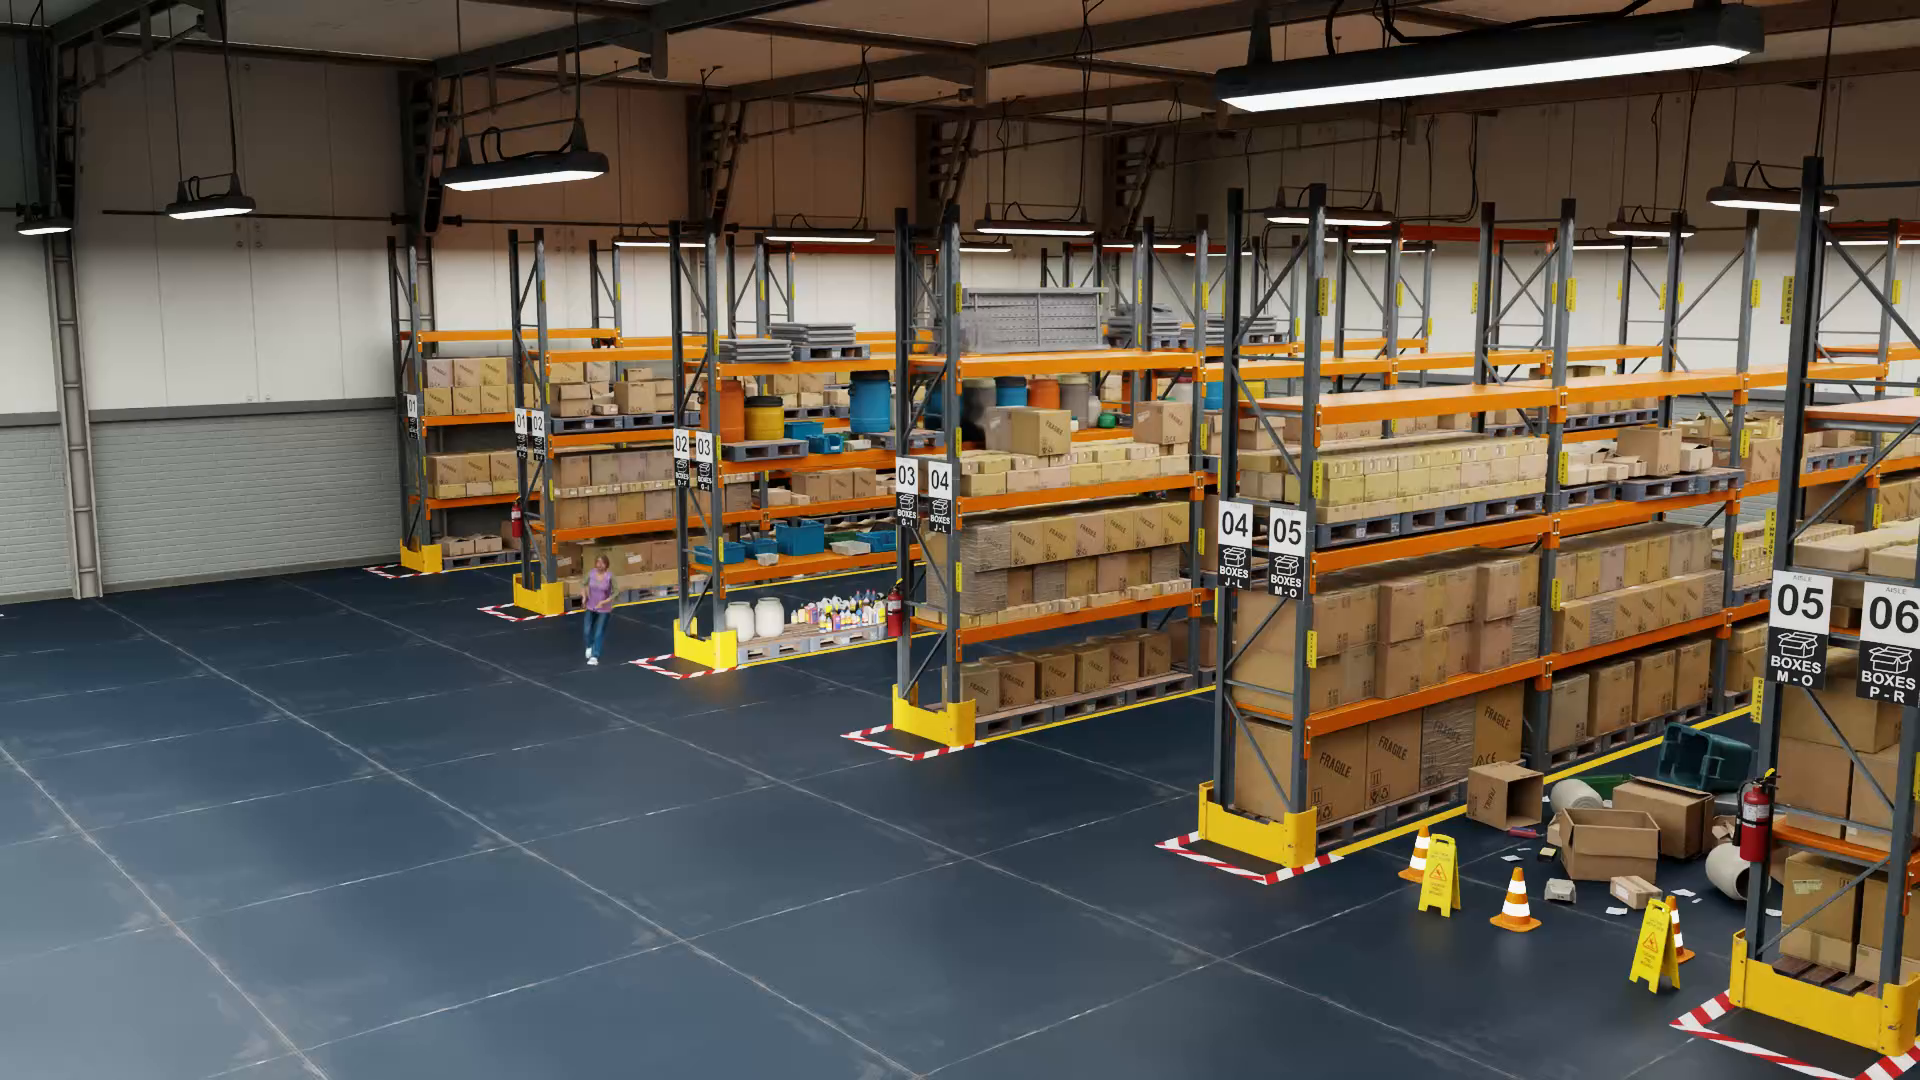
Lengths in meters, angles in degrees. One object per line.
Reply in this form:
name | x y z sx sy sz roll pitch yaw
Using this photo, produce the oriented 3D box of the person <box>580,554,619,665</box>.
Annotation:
person | -4.890 0.949 22.543 0.556 1.540 0.514 0 9 0
